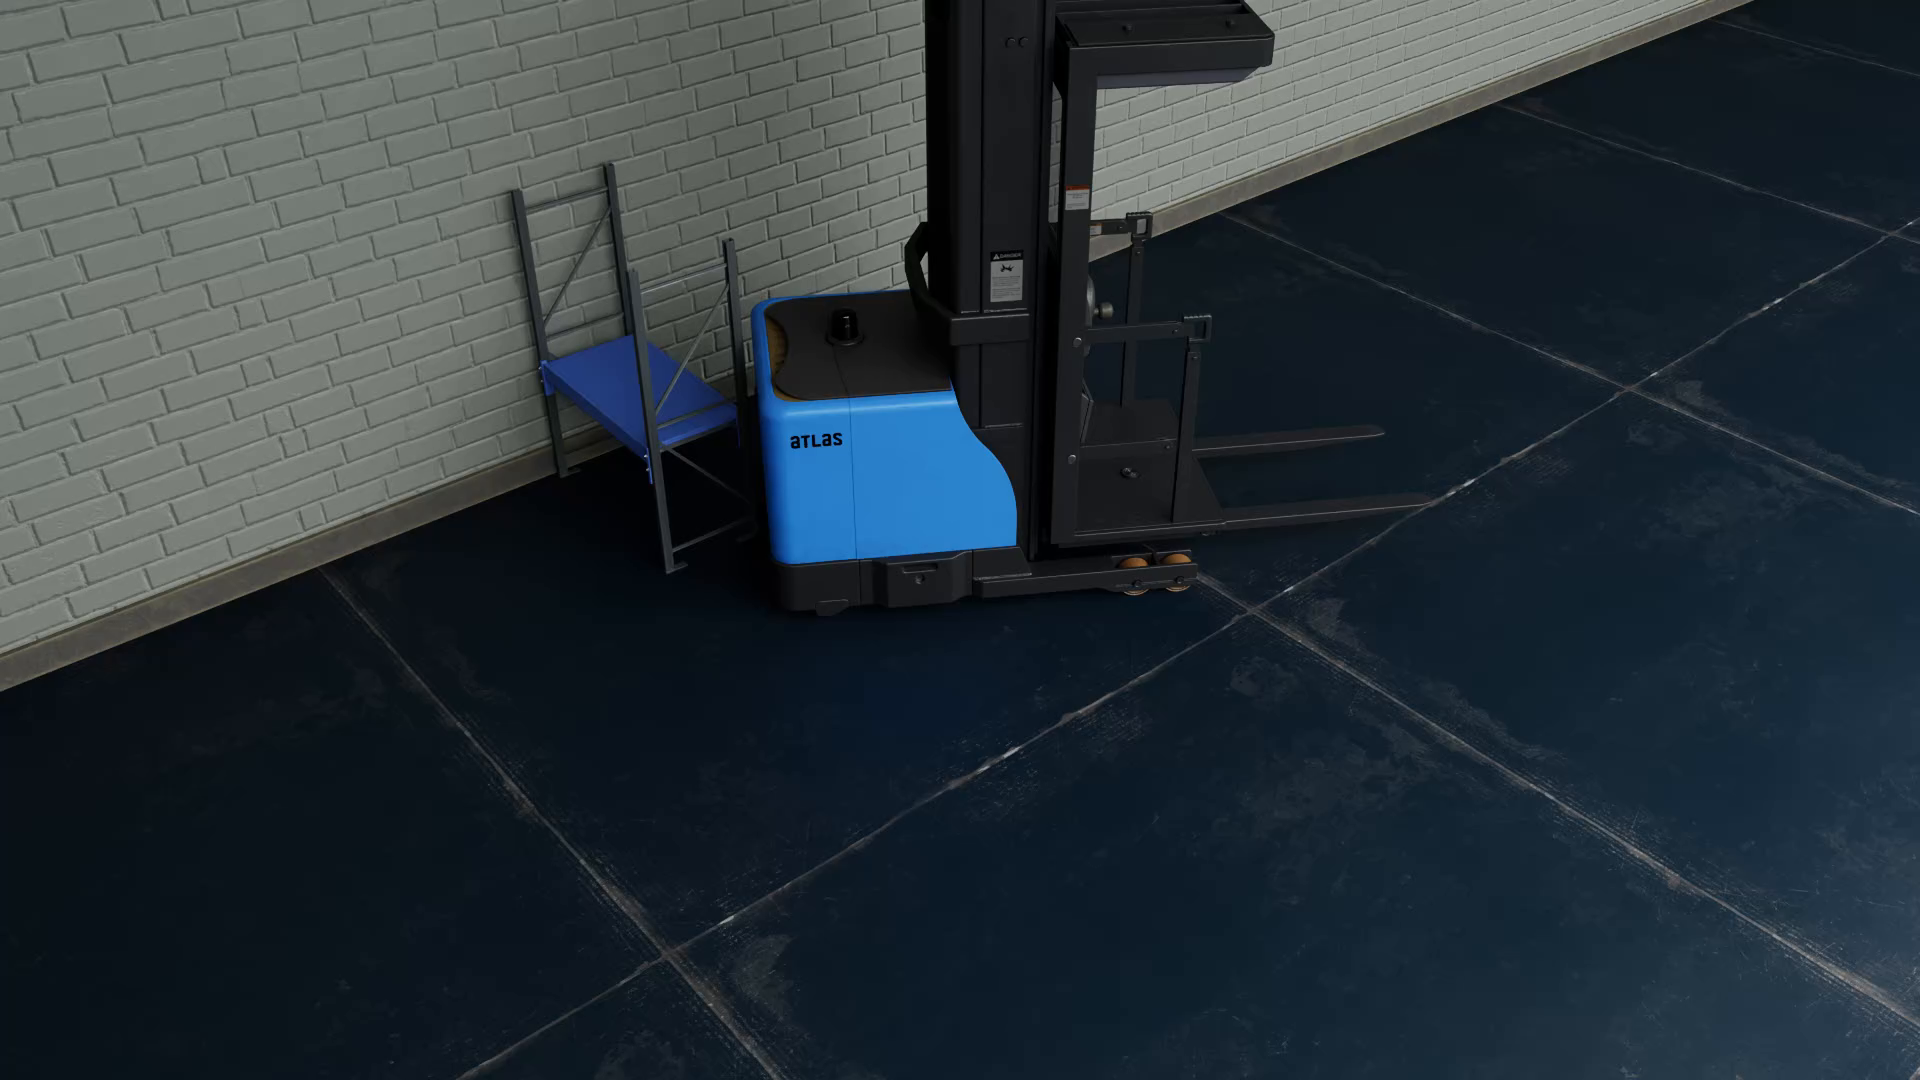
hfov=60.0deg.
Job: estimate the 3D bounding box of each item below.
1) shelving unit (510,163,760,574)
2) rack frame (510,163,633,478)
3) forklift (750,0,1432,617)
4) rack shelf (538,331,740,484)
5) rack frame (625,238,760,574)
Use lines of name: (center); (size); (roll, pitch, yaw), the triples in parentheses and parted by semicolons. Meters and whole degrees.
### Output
shelving unit: (-1.460, -0.782, 7.556); (0.538, 1.500, 1.048); (-25, 42, -31)
rack frame: (-1.778, -1.011, 7.880); (0.500, 1.500, 0.032); (-25, 42, -31)
forklift: (0.616, -1.249, 6.977); (3.031, 2.935, 1.130); (-5, 36, -7)
rack shelf: (-1.460, -0.635, 7.660); (0.538, 0.185, 1.000); (-25, 42, -31)
rack frame: (-1.142, -0.553, 7.233); (0.500, 1.500, 0.032); (-25, 42, -31)
